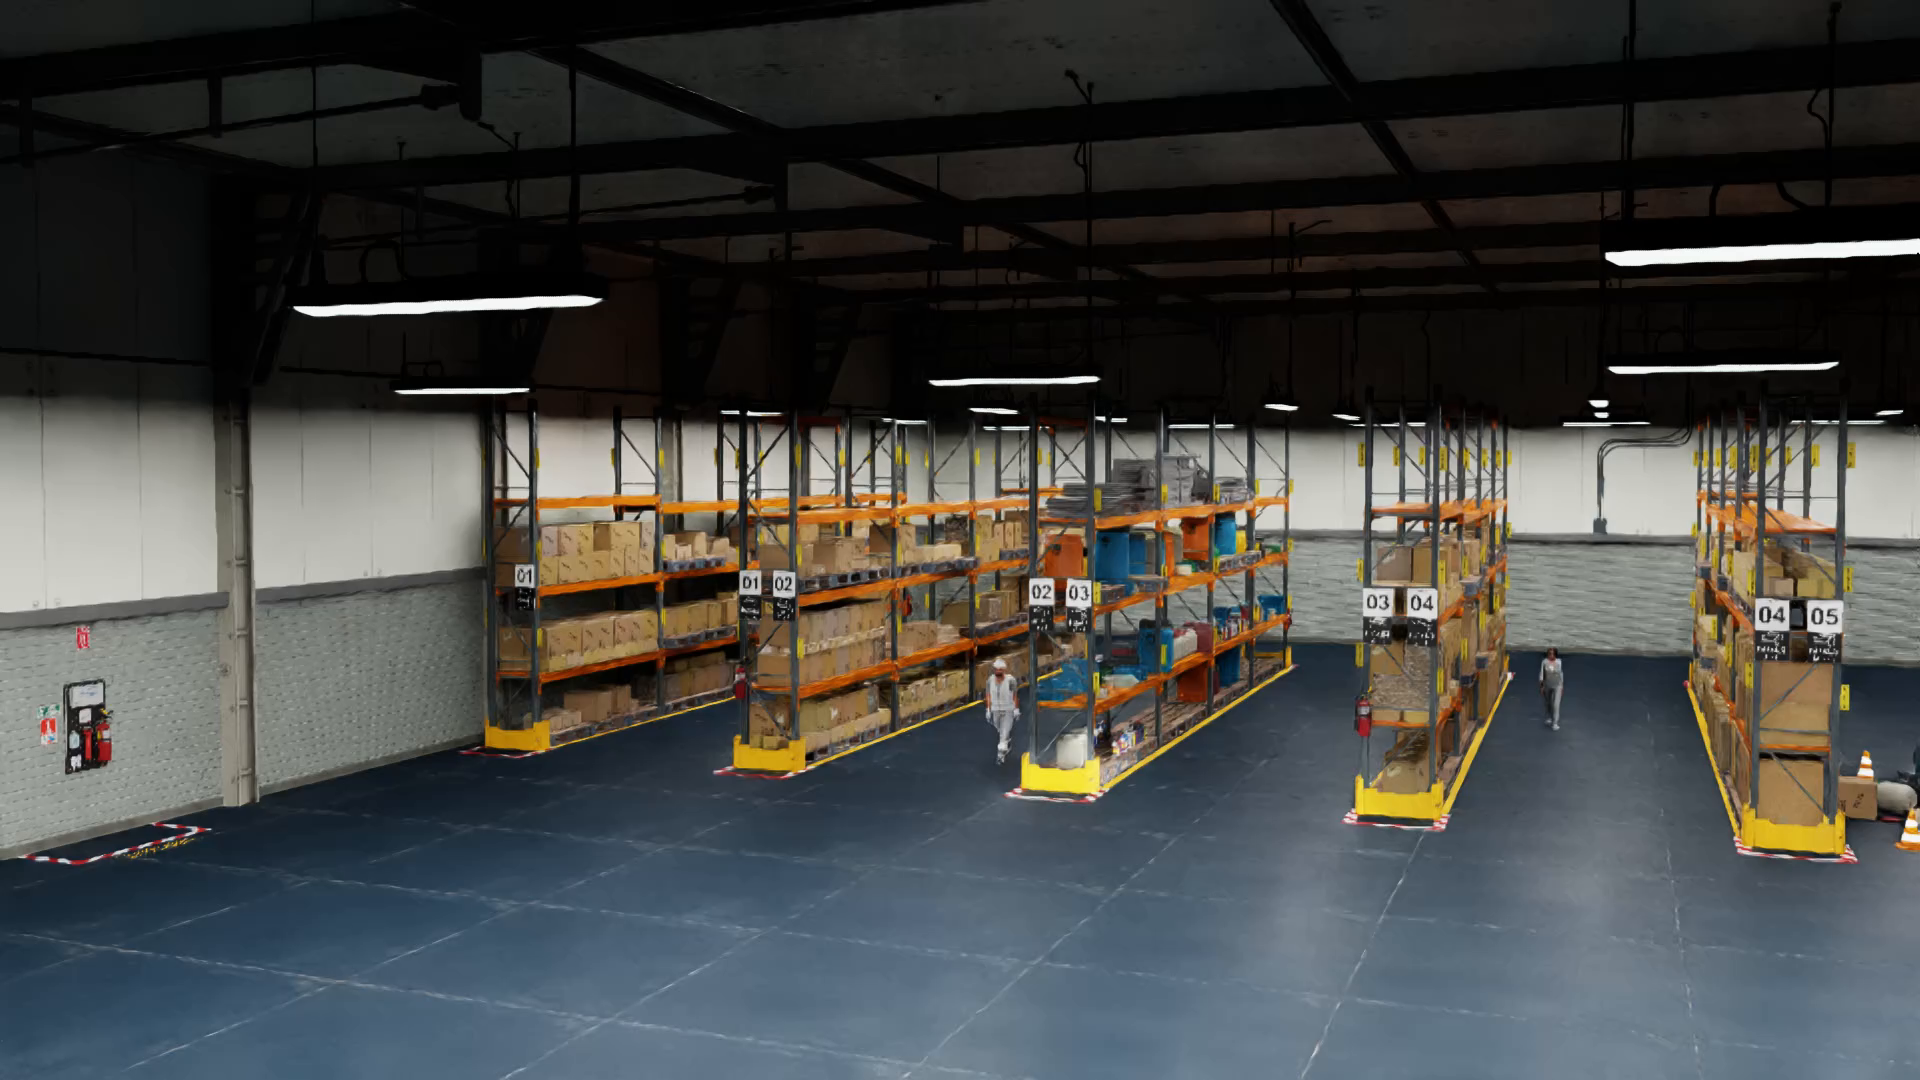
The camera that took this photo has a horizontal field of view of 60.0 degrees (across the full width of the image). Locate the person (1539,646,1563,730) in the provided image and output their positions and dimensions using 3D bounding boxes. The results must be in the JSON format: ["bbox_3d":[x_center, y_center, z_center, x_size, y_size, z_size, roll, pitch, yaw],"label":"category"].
[{"bbox_3d":[10.951,2.717,30.809,0.417,1.500,1.036,1,3,24],"label":"person"}]

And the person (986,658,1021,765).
[{"bbox_3d":[0.665,2.787,27.256,0.553,1.709,1.123,1,3,23],"label":"person"}]
